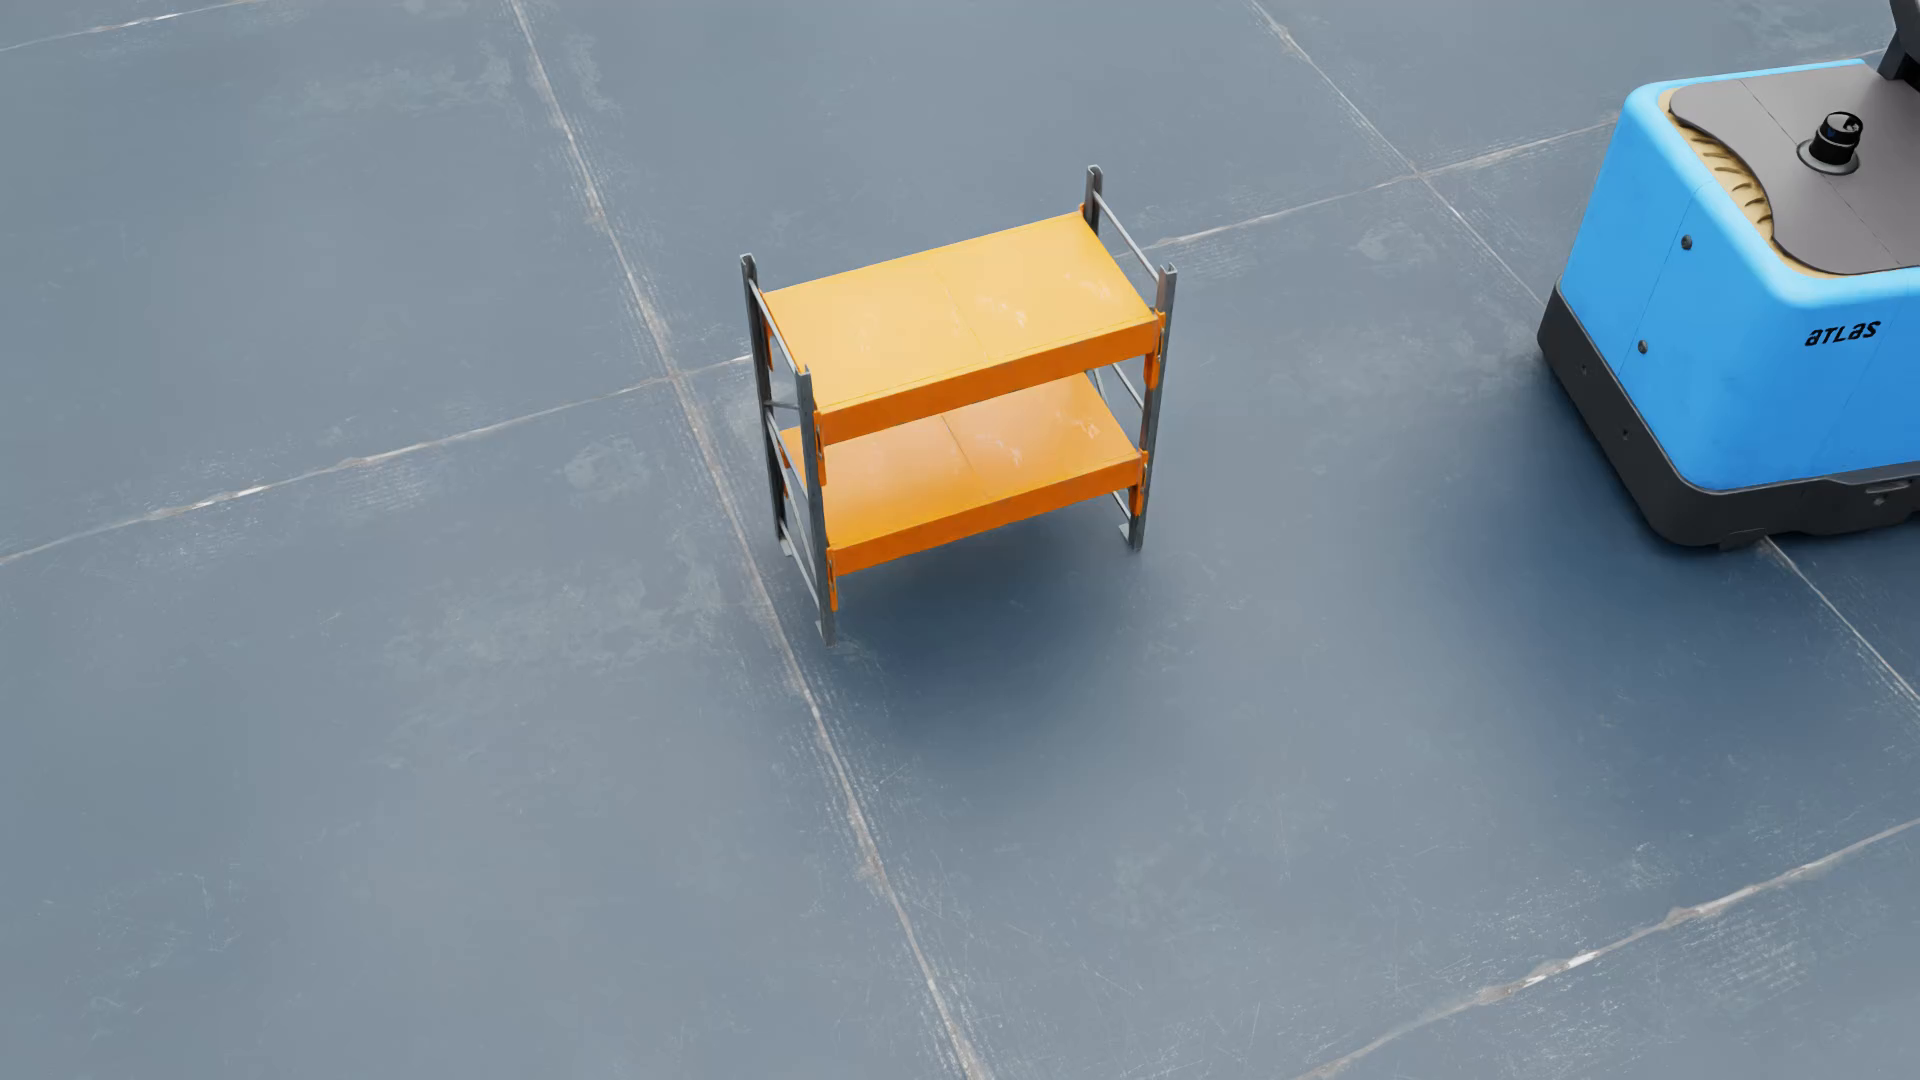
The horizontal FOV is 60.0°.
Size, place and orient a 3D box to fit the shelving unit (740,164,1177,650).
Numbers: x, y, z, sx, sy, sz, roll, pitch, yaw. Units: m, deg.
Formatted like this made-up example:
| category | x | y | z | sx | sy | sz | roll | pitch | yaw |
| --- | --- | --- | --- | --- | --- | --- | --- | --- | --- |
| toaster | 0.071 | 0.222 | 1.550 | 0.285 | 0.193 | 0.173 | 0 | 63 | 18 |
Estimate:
| category | x | y | z | sx | sy | sz | roll | pitch | yaw |
| --- | --- | --- | --- | --- | --- | --- | --- | --- | --- |
| shelving unit | -0.006 | -0.365 | 4.822 | 1.048 | 1.125 | 0.538 | -17 | 52 | -14 |

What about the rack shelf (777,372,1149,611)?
| category | x | y | z | sx | sy | sz | roll | pitch | yaw |
| --- | --- | --- | --- | --- | --- | --- | --- | --- | --- |
| rack shelf | -0.006 | -0.205 | 5.007 | 1.000 | 0.278 | 0.538 | -17 | 52 | -14 |

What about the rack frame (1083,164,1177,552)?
| category | x | y | z | sx | sy | sz | roll | pitch | yaw |
| --- | --- | --- | --- | --- | --- | --- | --- | --- | --- |
| rack frame | 0.464 | -0.510 | 4.947 | 0.032 | 1.125 | 0.500 | -17 | 52 | -14 |

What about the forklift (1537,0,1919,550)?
| category | x | y | z | sx | sy | sz | roll | pitch | yaw |
| --- | --- | --- | --- | --- | --- | --- | --- | --- | --- |
| forklift | 3.563 | -1.486 | 4.594 | 3.031 | 2.935 | 1.130 | -8 | 50 | -7 |

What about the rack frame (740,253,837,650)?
| category | x | y | z | sx | sy | sz | roll | pitch | yaw |
| --- | --- | --- | --- | --- | --- | --- | --- | --- | --- |
| rack frame | -0.477 | -0.219 | 4.696 | 0.032 | 1.125 | 0.500 | -17 | 52 | -14 |

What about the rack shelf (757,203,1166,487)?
| category | x | y | z | sx | sy | sz | roll | pitch | yaw |
| --- | --- | --- | --- | --- | --- | --- | --- | --- | --- |
| rack shelf | -0.006 | -0.555 | 4.600 | 1.000 | 0.278 | 0.538 | -17 | 52 | -14 |
